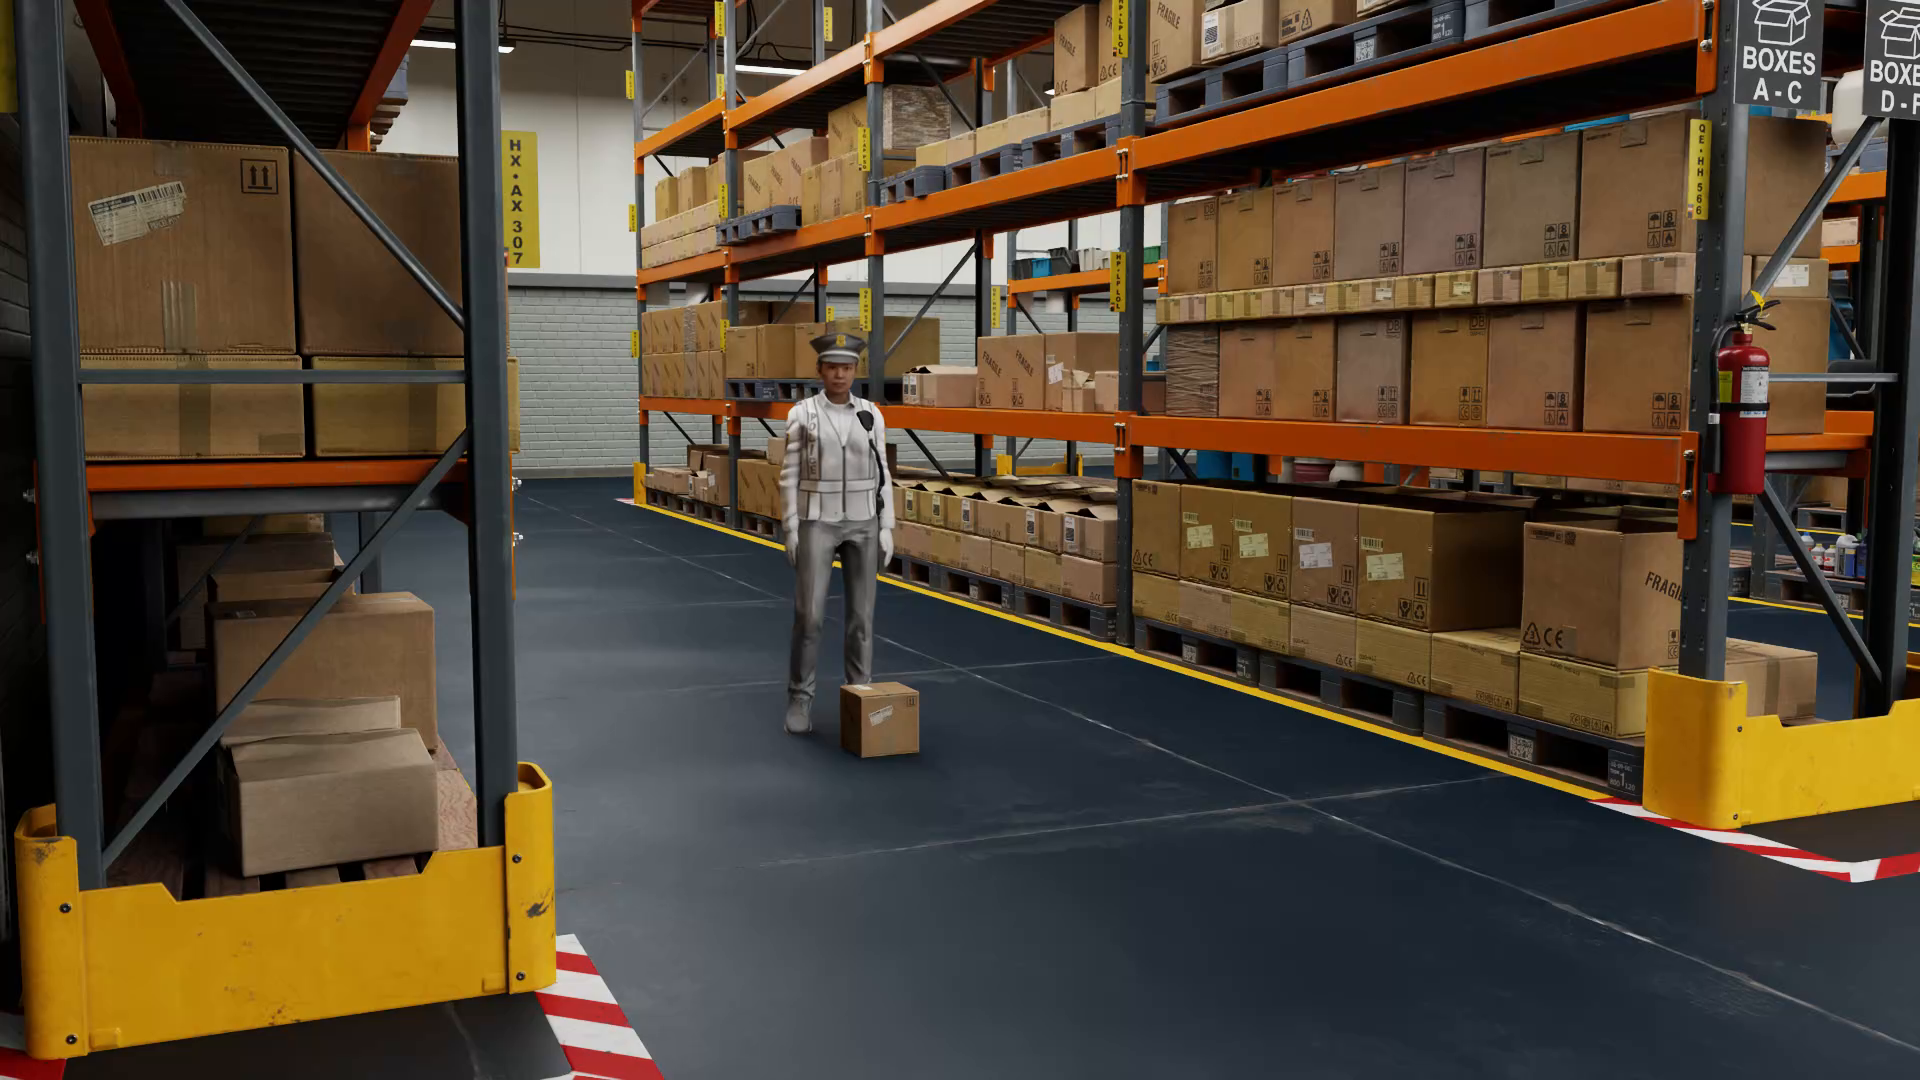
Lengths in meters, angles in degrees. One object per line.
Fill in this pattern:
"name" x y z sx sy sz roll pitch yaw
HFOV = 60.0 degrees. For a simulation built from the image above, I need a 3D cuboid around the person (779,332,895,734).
"person" -0.523 -0.020 7.144 0.496 1.732 0.336 -2 6 -18
